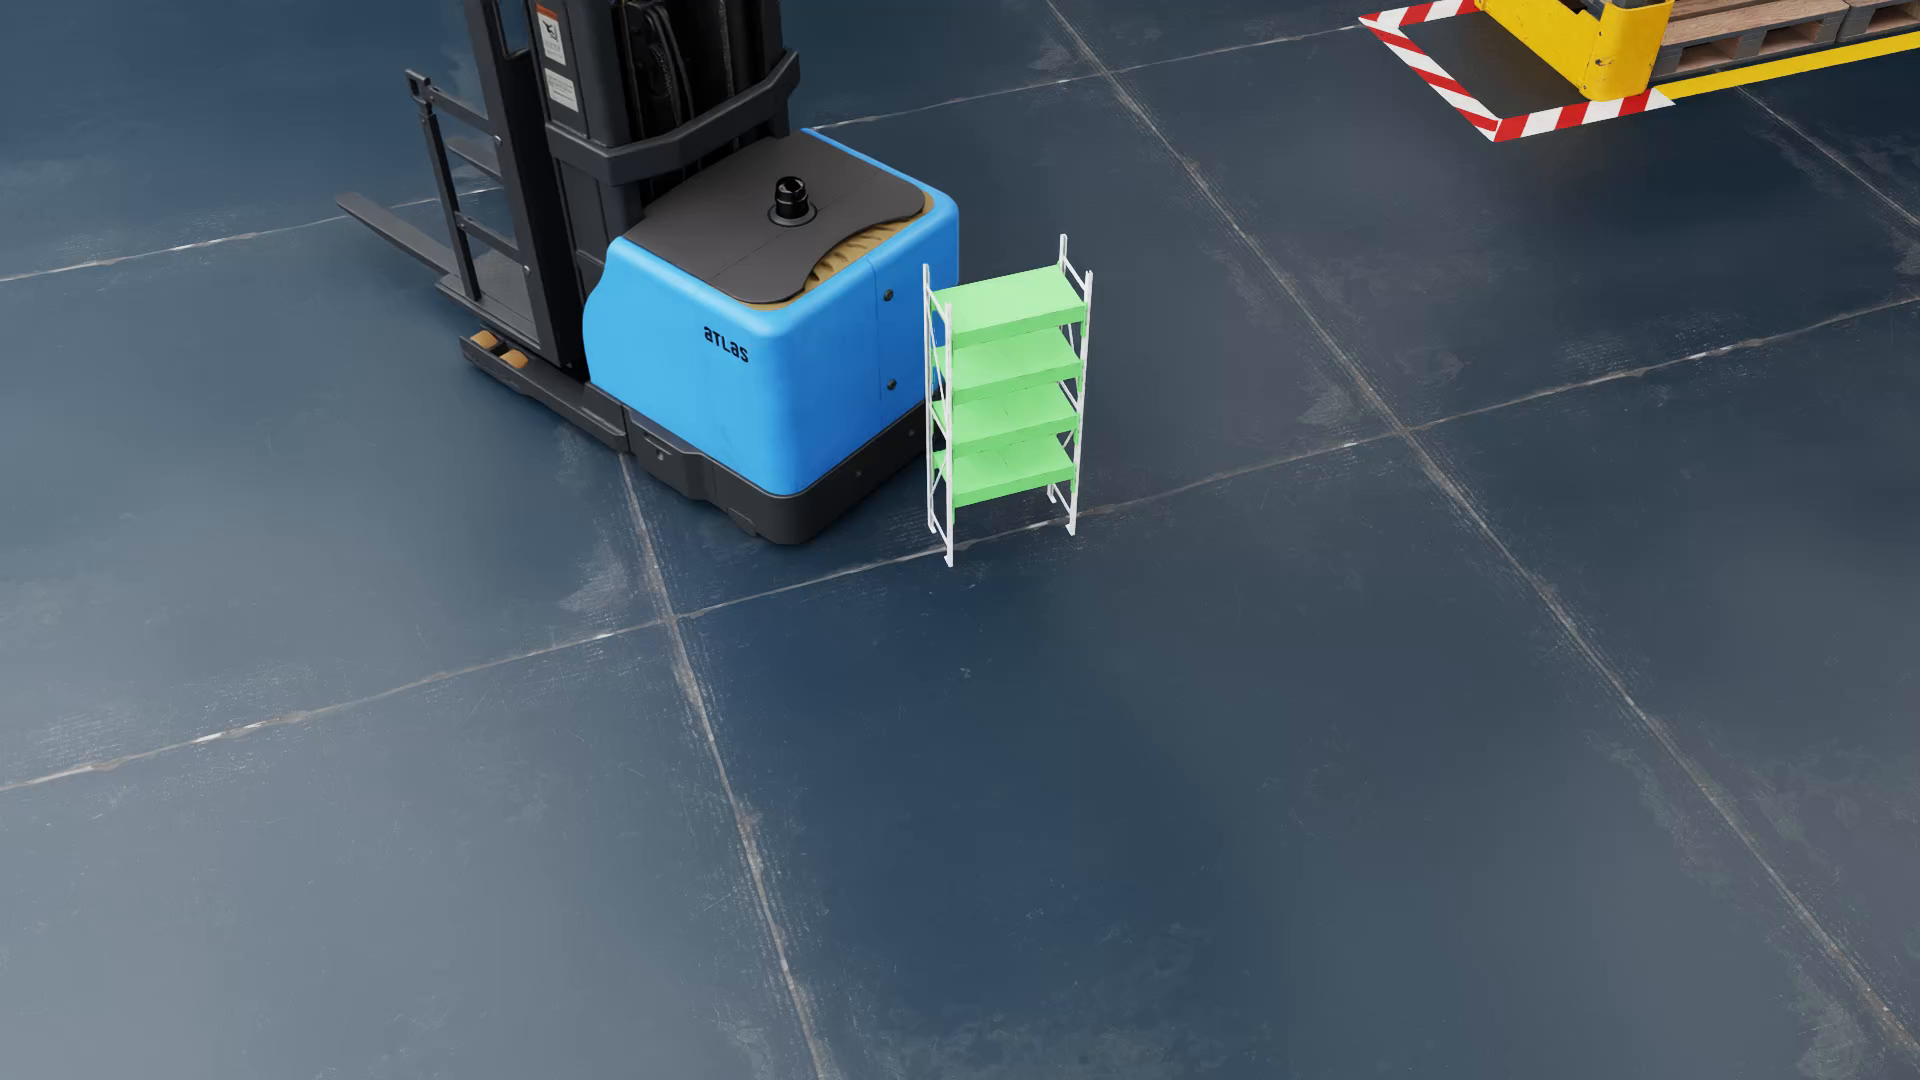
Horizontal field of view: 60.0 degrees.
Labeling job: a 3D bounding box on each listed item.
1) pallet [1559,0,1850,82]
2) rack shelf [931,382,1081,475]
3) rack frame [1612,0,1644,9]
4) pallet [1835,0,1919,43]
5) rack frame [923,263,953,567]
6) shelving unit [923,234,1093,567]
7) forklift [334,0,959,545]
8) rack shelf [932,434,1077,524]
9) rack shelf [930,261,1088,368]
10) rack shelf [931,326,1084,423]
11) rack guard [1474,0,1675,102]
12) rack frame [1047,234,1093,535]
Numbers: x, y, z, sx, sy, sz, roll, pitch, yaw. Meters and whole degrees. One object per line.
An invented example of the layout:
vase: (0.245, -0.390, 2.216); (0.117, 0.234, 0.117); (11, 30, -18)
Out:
pallet: (3.956, -2.918, 9.009); (1.213, 0.211, 1.003); (-14, 47, -14)
rack shelf: (0.156, -0.418, 5.910); (0.480, 0.148, 0.258); (-14, 47, -14)
rack frame: (3.135, -3.660, 7.780); (0.127, 3.000, 1.000); (-14, 47, -14)
pallet: (5.102, -3.208, 9.299); (1.213, 0.211, 1.003); (-14, 47, -14)
rack frame: (-0.074, -0.405, 5.806); (0.015, 1.200, 0.240); (-14, 47, -14)
shelving unit: (0.156, -0.463, 5.865); (0.503, 1.200, 0.258); (-14, 47, -14)
forklift: (-1.442, -1.908, 6.083); (3.031, 2.935, 1.130); (31, 53, 27)
rack shelf: (0.156, -0.249, 6.080); (0.480, 0.148, 0.258); (-14, 47, -14)
rack shelf: (0.156, -0.757, 5.570); (0.480, 0.148, 0.258); (-14, 47, -14)
rack shelf: (0.156, -0.588, 5.740); (0.480, 0.148, 0.258); (-14, 47, -14)
rack guard: (3.190, -2.828, 8.715); (0.348, 0.500, 1.175); (-14, 47, -14)
rack frame: (0.385, -0.522, 5.923); (0.015, 1.200, 0.240); (-14, 47, -14)
